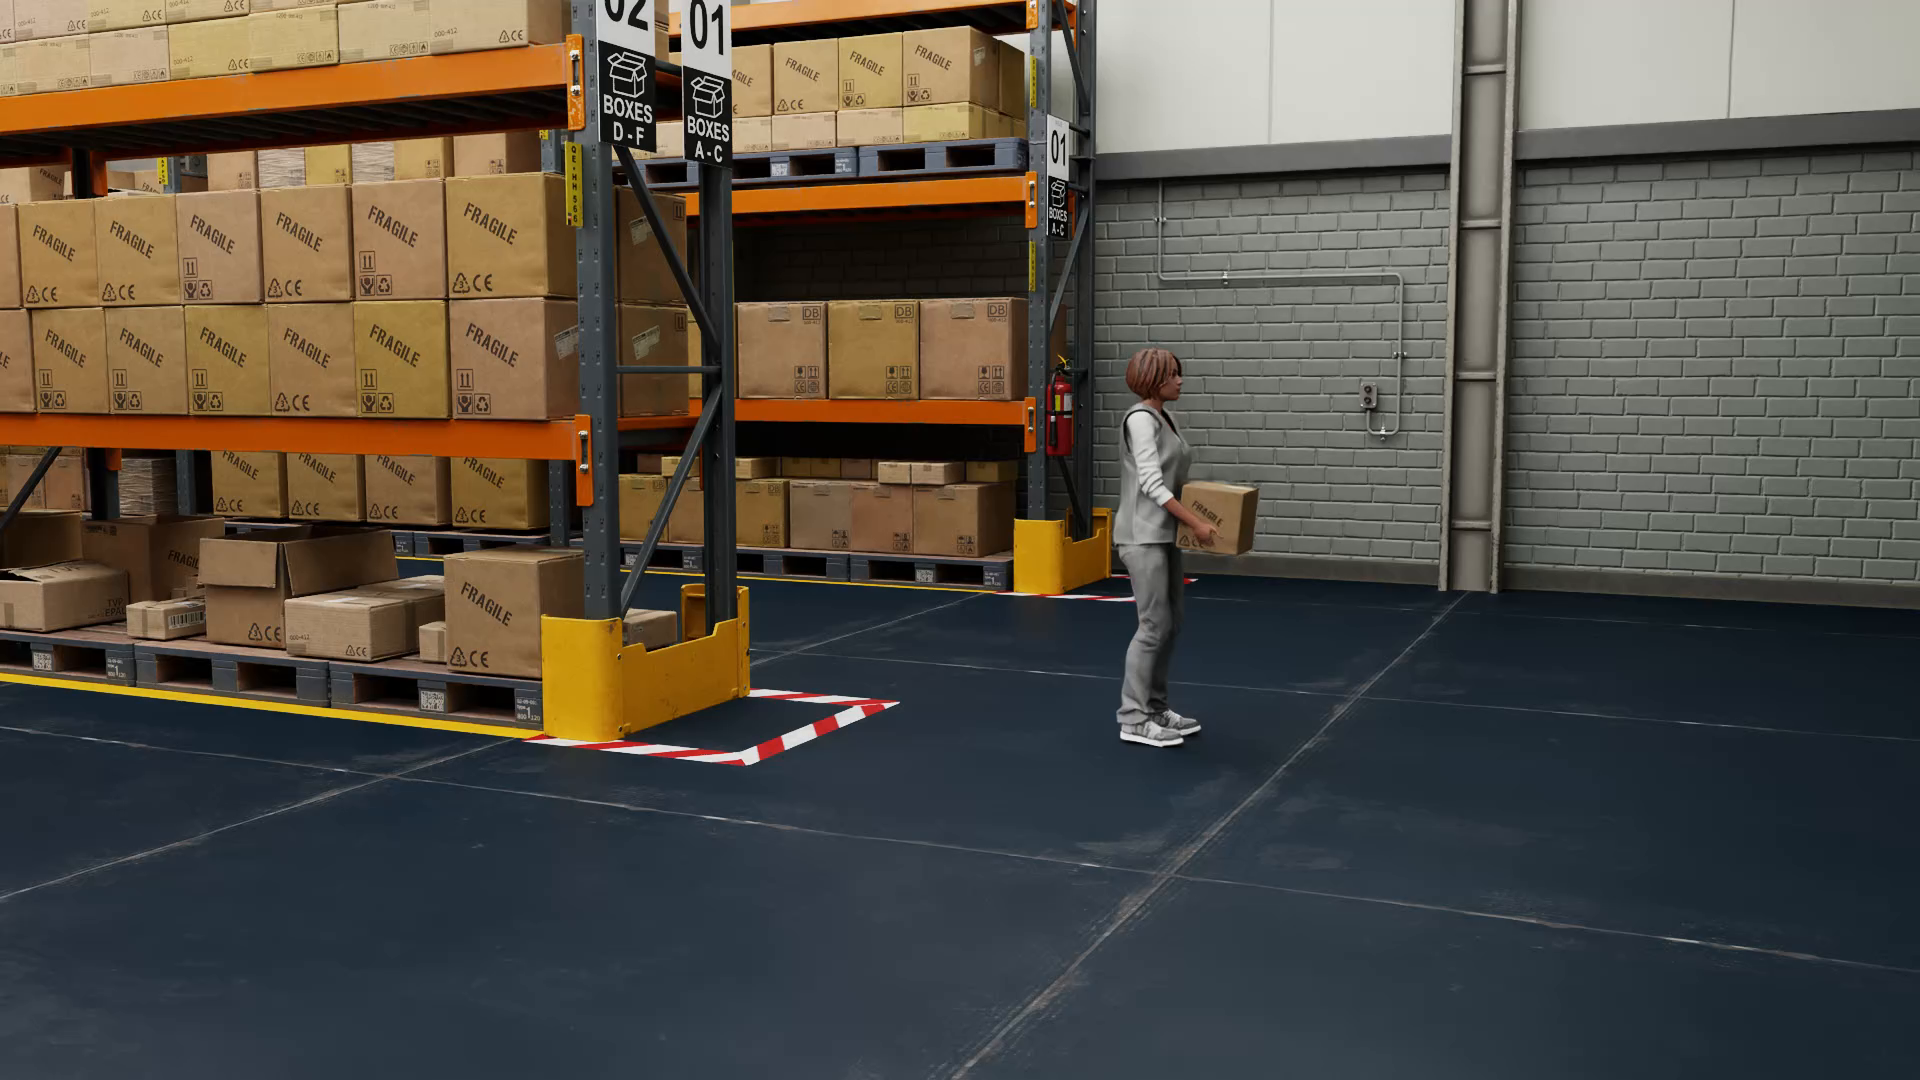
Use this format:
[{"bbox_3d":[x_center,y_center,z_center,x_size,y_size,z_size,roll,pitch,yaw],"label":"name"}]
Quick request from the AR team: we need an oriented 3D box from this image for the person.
[{"bbox_3d":[0.863,0.020,6.746,0.471,1.602,0.438,2,6,23],"label":"person"}]
